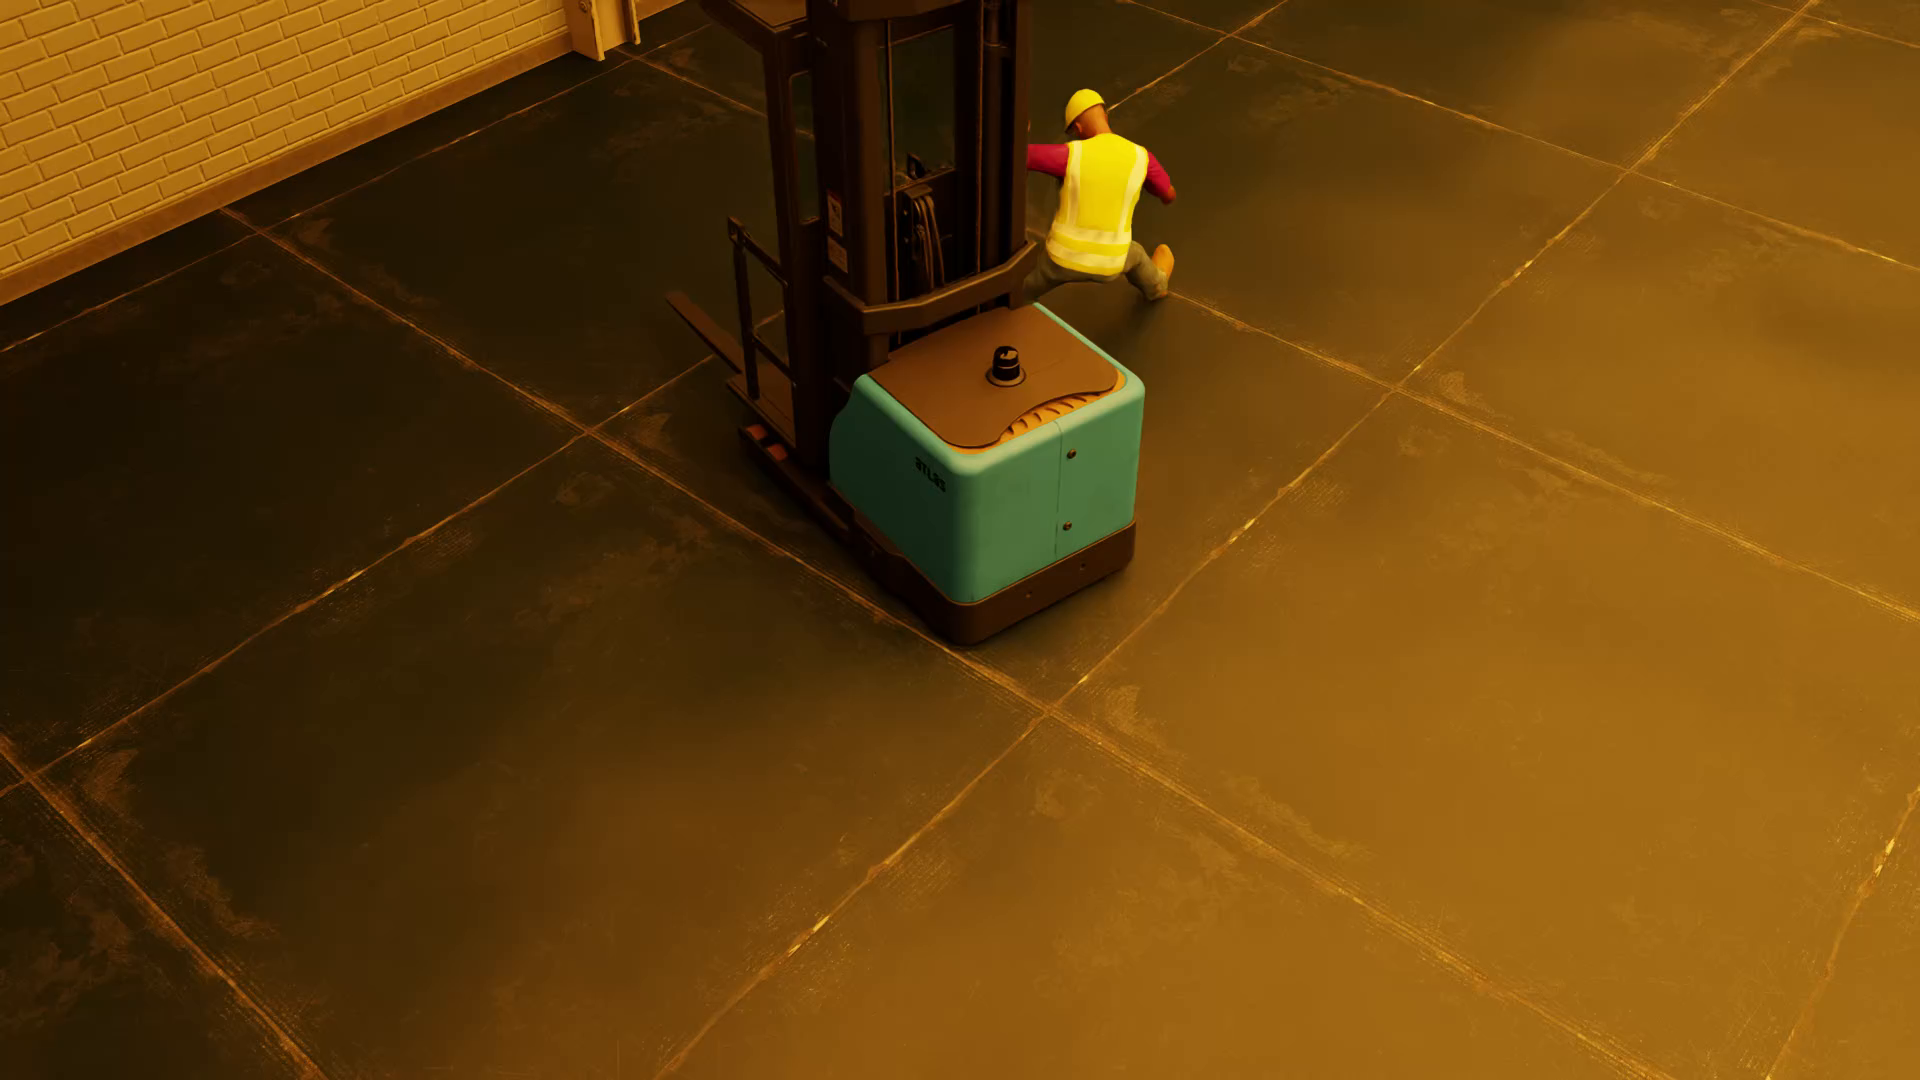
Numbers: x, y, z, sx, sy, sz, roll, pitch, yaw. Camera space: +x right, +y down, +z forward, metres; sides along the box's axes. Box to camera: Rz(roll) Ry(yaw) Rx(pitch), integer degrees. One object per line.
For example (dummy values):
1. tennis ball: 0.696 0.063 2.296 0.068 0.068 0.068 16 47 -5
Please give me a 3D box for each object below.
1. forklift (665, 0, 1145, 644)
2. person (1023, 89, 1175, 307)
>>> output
1. forklift: -0.458 -1.574 7.510 1.130 2.935 3.031 -26 48 -26
2. person: 0.629 -1.669 8.761 1.182 1.410 0.967 0 42 0
